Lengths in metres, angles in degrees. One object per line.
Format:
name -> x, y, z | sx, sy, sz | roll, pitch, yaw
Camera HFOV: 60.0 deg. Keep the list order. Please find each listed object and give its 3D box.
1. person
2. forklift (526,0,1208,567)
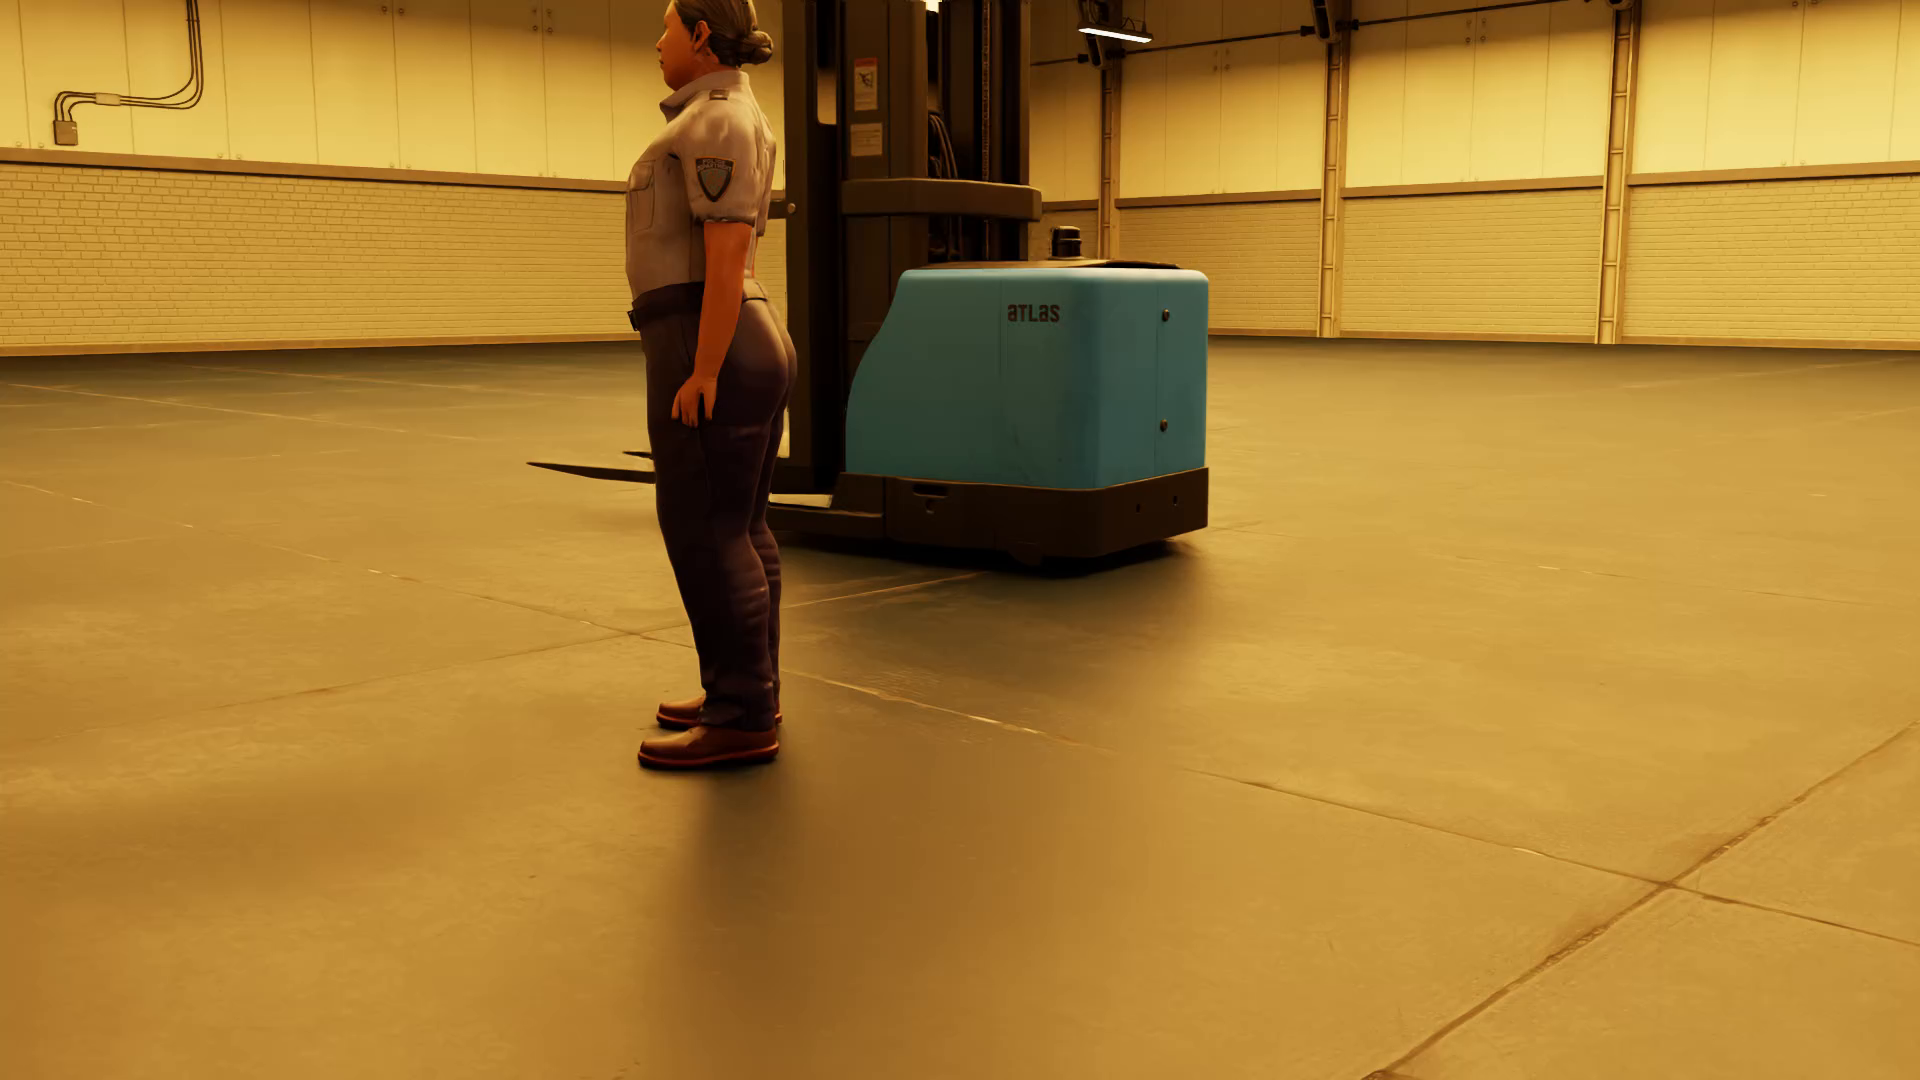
person -> -0.534, -0.359, 3.580 | 0.348, 1.653, 0.479 | 0, 9, 0
forklift -> -0.531, -1.498, 6.825 | 3.031, 2.935, 1.130 | 6, 10, 33
